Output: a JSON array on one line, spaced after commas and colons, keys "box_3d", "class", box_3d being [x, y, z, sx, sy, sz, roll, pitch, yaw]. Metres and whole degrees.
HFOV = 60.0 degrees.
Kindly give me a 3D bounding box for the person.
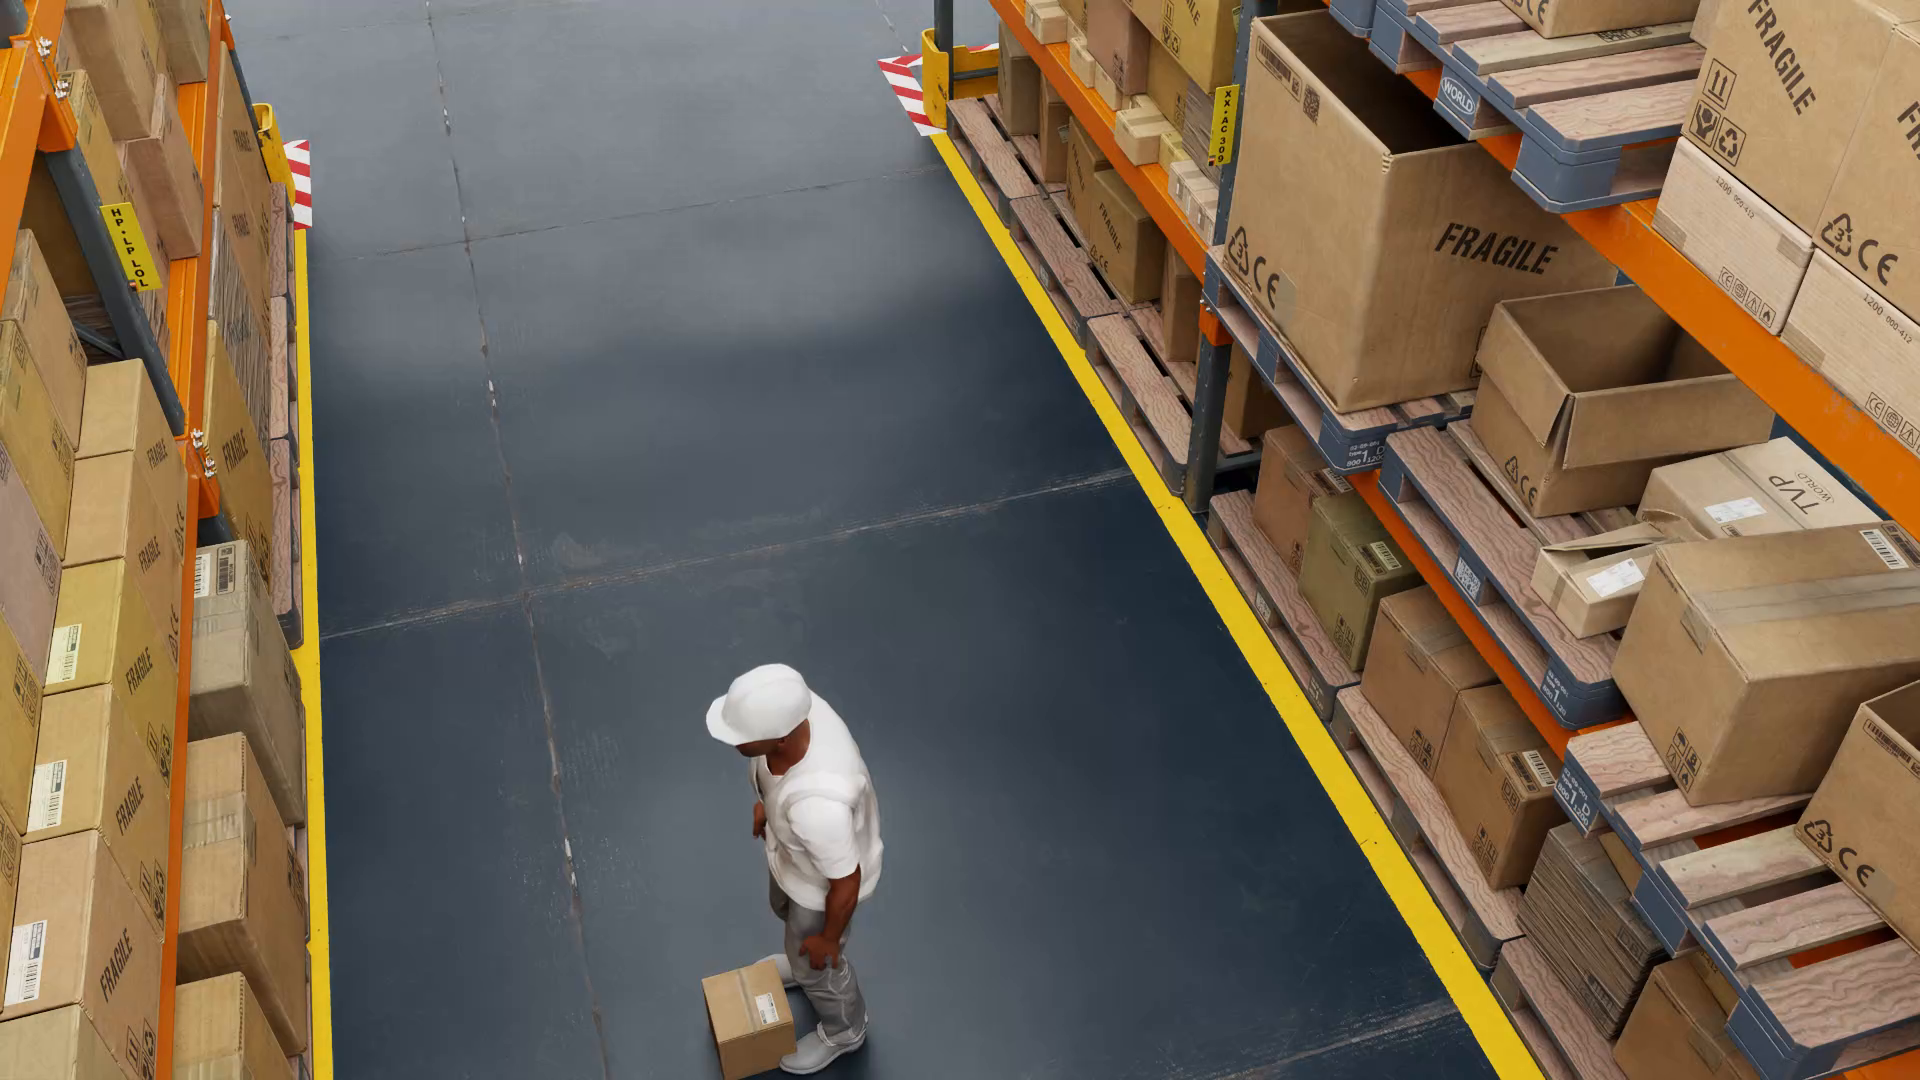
[{"box_3d": [-0.477, 0.987, 5.052, 0.452, 1.757, 0.635, -14, 44, -15], "class": "person"}]
